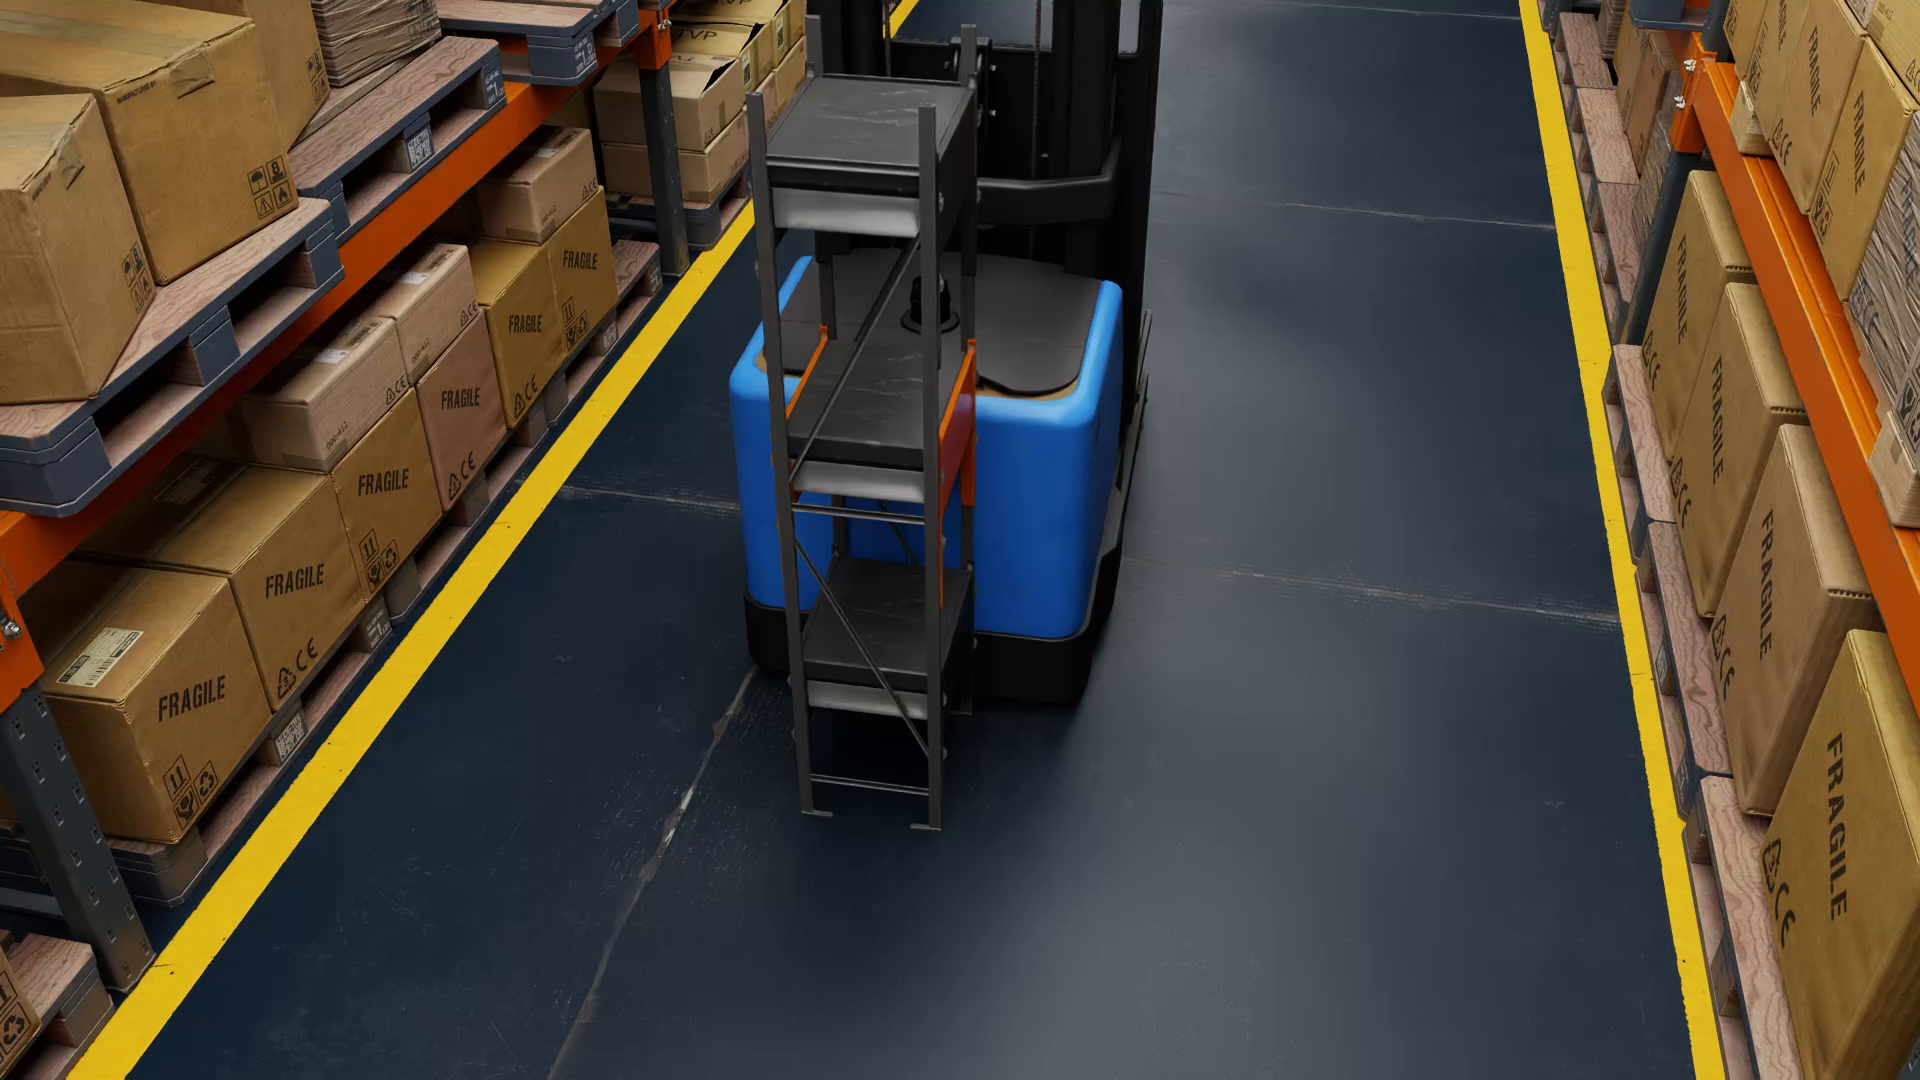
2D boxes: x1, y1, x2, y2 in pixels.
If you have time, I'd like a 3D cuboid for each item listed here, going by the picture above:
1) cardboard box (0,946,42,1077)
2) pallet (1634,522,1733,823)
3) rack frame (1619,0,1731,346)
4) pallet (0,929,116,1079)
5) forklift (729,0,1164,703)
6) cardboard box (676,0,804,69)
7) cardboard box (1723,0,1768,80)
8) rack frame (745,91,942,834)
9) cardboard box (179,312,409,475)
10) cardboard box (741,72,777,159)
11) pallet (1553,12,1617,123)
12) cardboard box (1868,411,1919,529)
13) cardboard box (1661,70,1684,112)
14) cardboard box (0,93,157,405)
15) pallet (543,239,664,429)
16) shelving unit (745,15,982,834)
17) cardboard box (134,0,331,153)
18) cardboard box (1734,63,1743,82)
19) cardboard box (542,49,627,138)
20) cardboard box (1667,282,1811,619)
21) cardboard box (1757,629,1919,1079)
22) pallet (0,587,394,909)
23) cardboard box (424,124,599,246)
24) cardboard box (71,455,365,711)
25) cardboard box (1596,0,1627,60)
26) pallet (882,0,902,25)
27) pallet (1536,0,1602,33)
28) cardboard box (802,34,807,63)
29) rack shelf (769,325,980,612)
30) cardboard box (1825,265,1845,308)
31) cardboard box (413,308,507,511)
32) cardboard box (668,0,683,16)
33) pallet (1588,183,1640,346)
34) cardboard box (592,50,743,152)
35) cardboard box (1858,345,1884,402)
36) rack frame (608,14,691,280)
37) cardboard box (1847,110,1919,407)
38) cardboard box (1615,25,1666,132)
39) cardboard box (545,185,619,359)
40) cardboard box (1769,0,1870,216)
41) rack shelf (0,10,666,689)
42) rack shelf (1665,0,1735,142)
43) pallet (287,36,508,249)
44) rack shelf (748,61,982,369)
[{"bbox_3d":[-2.406,1.027,3.532,0.500,0.500,0.500,7,37,10],"label":"cardboard box"},{"bbox_3d":[2.629,0.425,4.983,1.003,0.211,1.213,7,37,10],"label":"pallet"},{"bbox_3d":[3.133,-1.844,5.738,1.000,3.000,0.127,7,37,10],"label":"rack frame"},{"bbox_3d":[-2.709,1.354,3.703,1.003,0.211,1.213,7,37,10],"label":"pallet"},{"bbox_3d":[0.116,-1.560,5.405,1.130,2.935,3.031,6,36,8],"label":"forklift"},{"bbox_3d":[-1.093,-2.604,8.294,0.500,0.311,0.500,6,36,9],"label":"cardboard box"},{"bbox_3d":[2.780,-1.766,5.275,0.500,0.500,0.500,8,37,11],"label":"cardboard box"},{"bbox_3d":[-0.247,-0.059,4.042,0.400,2.100,0.015,6,36,8],"label":"rack frame"},{"bbox_3d":[-2.006,-0.459,4.943,0.500,0.250,0.500,7,37,10],"label":"cardboard box"},{"bbox_3d":[-1.202,-2.071,8.036,0.500,0.250,0.500,6,36,9],"label":"cardboard box"},{"bbox_3d":[3.823,-2.561,9.104,1.003,0.211,1.213,7,37,10],"label":"pallet"},{"bbox_3d":[2.204,-0.135,3.578,0.380,0.149,0.250,7,37,10],"label":"cardboard box"},{"bbox_3d":[3.460,-1.710,7.308,0.700,0.500,0.500,7,37,10],"label":"cardboard box"},{"bbox_3d":[-2.242,-0.623,3.611,0.700,0.500,0.500,-4,36,-6],"label":"cardboard box"},{"bbox_3d":[-1.903,-0.910,6.826,1.003,0.211,1.213,7,37,10],"label":"pallet"},{"bbox_3d":[-0.204,-0.200,4.237,0.431,2.100,0.503,6,36,8],"label":"shelving unit"},{"bbox_3d":[-2.244,-1.400,4.683,0.700,0.500,0.500,-1,36,-2],"label":"cardboard box"},{"bbox_3d":[2.837,-1.590,5.585,0.380,0.149,0.250,7,36,9],"label":"cardboard box"},{"bbox_3d":[-1.836,-2.077,7.567,0.500,0.311,0.500,8,37,11],"label":"cardboard box"},{"bbox_3d":[2.655,-0.237,4.994,0.750,0.750,0.750,7,37,10],"label":"cardboard box"},{"bbox_3d":[2.291,0.761,3.618,0.750,0.750,0.750,8,37,11],"label":"cardboard box"},{"bbox_3d":[-2.424,0.489,4.896,1.003,0.211,1.213,7,37,10],"label":"pallet"},{"bbox_3d":[-1.685,-1.334,6.150,0.500,0.250,0.500,9,37,12],"label":"cardboard box"},{"bbox_3d":[-2.117,0.111,4.796,0.500,0.500,0.500,8,37,11],"label":"cardboard box"},{"bbox_3d":[3.847,-2.879,8.921,0.700,0.500,0.500,9,37,12],"label":"cardboard box"},{"bbox_3d":[-0.972,-3.199,9.984,1.003,0.211,1.213,7,37,10],"label":"pallet"},{"bbox_3d":[4.097,-3.397,10.257,1.003,0.211,1.213,7,37,10],"label":"pallet"},{"bbox_3d":[-0.987,-2.663,8.854,0.500,0.250,0.500,8,37,11],"label":"cardboard box"},{"bbox_3d":[-0.204,-0.189,4.245,0.431,0.518,0.480,6,36,8],"label":"rack shelf"},{"bbox_3d":[2.520,-0.709,4.370,0.380,0.149,0.250,8,37,10],"label":"cardboard box"},{"bbox_3d":[-1.894,-0.464,5.590,0.500,0.500,0.500,6,36,8],"label":"cardboard box"},{"bbox_3d":[-1.620,-2.665,8.378,0.500,0.311,0.500,7,37,10],"label":"cardboard box"},{"bbox_3d":[3.302,-1.162,7.174,1.003,0.211,1.213,7,37,10],"label":"pallet"},{"bbox_3d":[-1.308,-2.010,7.474,0.500,0.311,0.500,9,37,12],"label":"cardboard box"},{"bbox_3d":[2.389,-0.409,3.955,0.380,0.149,0.250,6,36,9],"label":"cardboard box"},{"bbox_3d":[-1.707,-2.462,6.591,1.000,3.000,0.127,7,37,10],"label":"rack frame"},{"bbox_3d":[2.346,-0.596,3.661,0.500,0.500,0.500,7,37,10],"label":"cardboard box"},{"bbox_3d":[3.637,-2.289,8.107,0.700,0.500,0.500,8,37,10],"label":"cardboard box"},{"bbox_3d":[-1.677,-1.063,6.415,0.500,0.500,0.500,9,37,12],"label":"cardboard box"},{"bbox_3d":[2.552,-1.183,4.470,0.500,0.500,0.500,7,37,10],"label":"cardboard box"},{"bbox_3d":[-2.134,-1.024,5.220,1.077,0.370,4.000,7,37,10],"label":"rack shelf"},{"bbox_3d":[3.560,-2.699,7.531,1.077,0.370,4.000,7,37,10],"label":"rack shelf"},{"bbox_3d":[-2.118,-1.269,5.109,1.003,0.211,1.213,7,37,10],"label":"pallet"},{"bbox_3d":[-0.204,-0.756,3.834,0.431,0.518,0.480,6,36,8],"label":"rack shelf"}]
